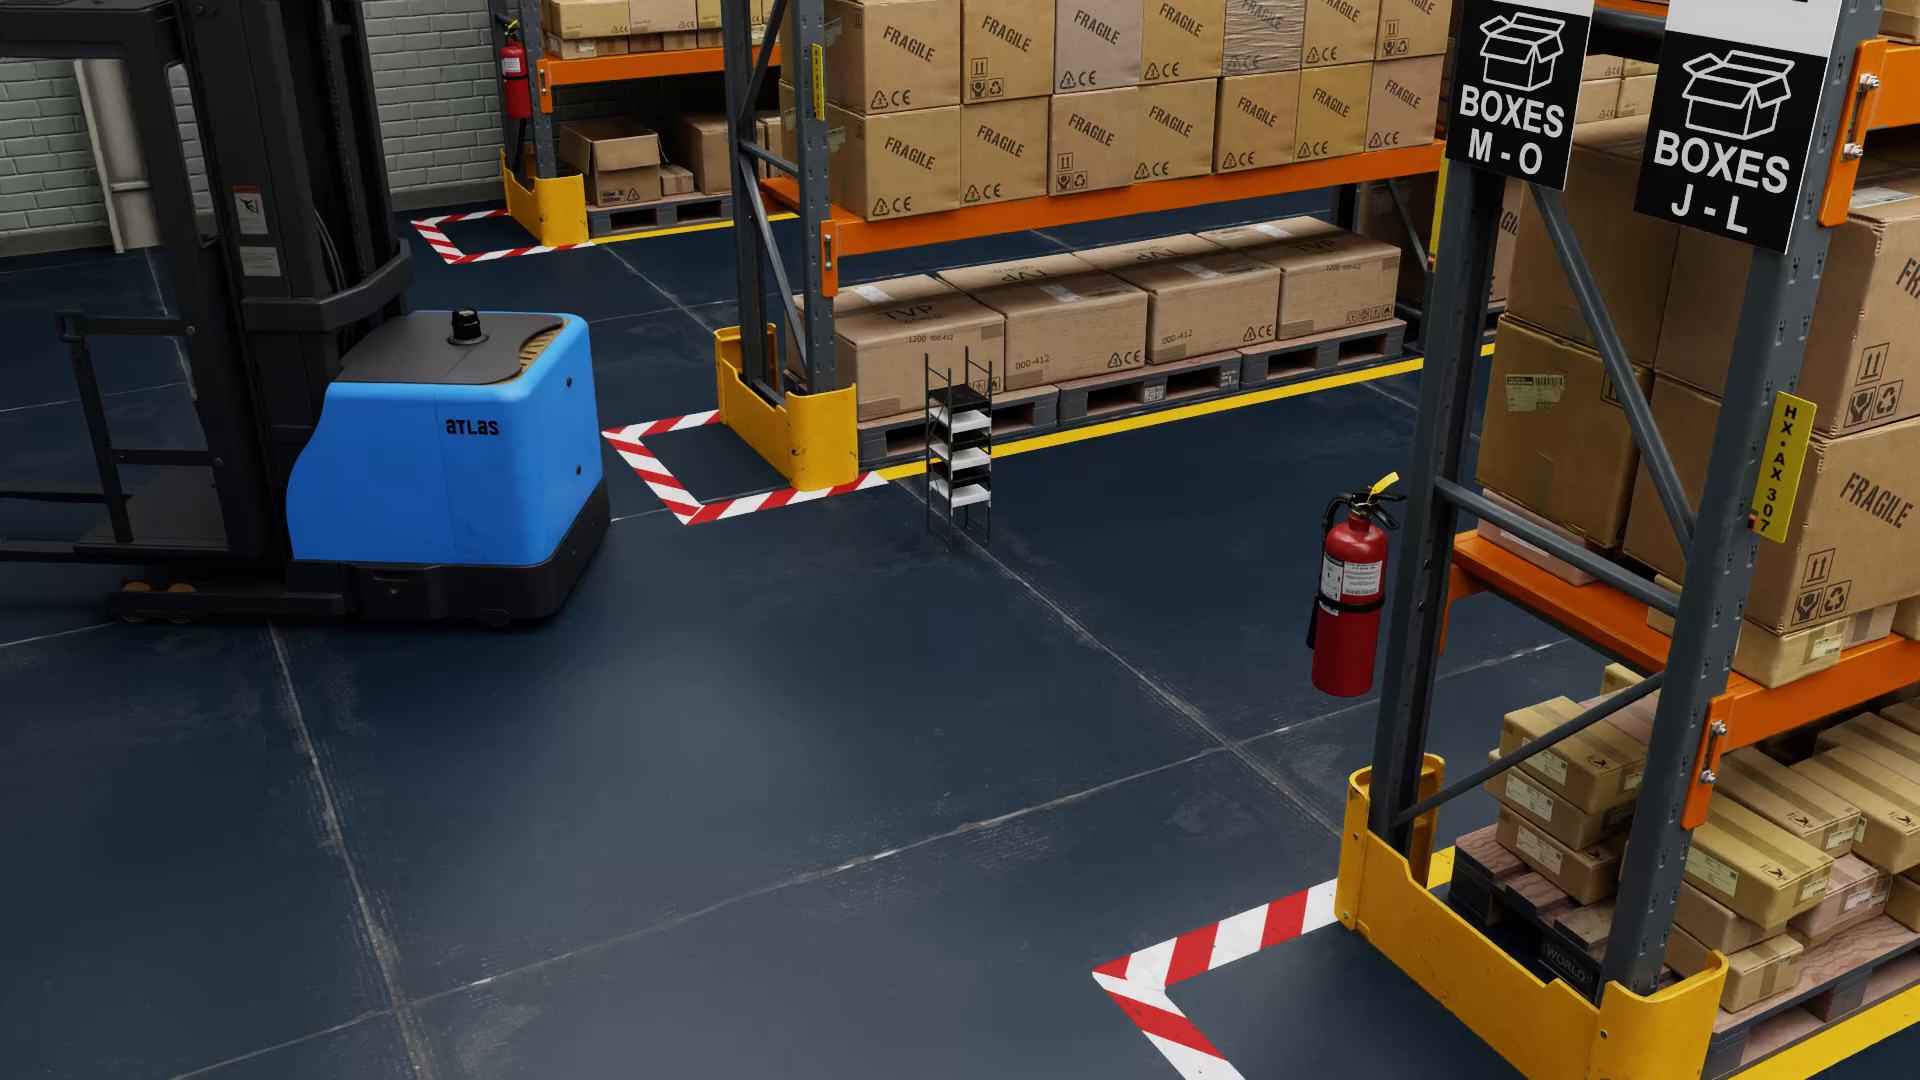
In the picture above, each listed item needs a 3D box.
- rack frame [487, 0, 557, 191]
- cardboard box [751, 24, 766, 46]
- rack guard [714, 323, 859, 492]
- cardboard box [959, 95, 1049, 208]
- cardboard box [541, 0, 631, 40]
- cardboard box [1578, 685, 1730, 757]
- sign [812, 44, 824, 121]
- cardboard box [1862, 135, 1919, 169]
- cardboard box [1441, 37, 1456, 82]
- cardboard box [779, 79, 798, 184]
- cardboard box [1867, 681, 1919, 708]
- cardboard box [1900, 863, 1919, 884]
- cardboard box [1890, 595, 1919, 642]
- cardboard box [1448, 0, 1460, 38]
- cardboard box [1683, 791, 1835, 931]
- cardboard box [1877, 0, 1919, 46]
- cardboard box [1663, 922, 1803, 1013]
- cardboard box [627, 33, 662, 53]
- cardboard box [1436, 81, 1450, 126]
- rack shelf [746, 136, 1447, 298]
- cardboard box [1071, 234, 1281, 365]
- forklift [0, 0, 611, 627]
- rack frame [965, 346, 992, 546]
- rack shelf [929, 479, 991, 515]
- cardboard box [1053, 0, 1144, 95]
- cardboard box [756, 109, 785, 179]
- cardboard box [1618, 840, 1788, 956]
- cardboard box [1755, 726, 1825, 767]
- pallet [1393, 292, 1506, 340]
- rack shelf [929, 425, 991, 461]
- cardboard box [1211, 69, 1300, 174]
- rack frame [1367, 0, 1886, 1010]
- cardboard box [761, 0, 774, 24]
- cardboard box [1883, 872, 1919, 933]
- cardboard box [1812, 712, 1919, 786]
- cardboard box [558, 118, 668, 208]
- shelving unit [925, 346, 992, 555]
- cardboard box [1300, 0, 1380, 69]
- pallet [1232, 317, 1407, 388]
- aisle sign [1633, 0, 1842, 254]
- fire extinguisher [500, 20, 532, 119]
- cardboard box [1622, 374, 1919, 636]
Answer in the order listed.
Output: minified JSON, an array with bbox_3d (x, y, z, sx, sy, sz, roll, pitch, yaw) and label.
[{"bbox_3d":[-3.233,-3.739,12.071,0.127,3.000,1.000,-13,29,-25],"label":"rack frame"},{"bbox_3d":[-1.654,-3.831,12.554,0.250,0.149,0.380,-14,29,-27],"label":"cardboard box"},{"bbox_3d":[-0.915,-0.712,8.655,0.348,0.500,1.175,-13,29,-25],"label":"rack guard"},{"bbox_3d":[0.098,-1.991,8.315,0.500,0.500,0.500,-13,29,-26],"label":"cardboard box"},{"bbox_3d":[-2.706,-3.795,12.017,0.500,0.250,0.500,-13,28,-25],"label":"cardboard box"},{"bbox_3d":[2.121,0.620,5.114,0.250,0.149,0.380,-12,28,-24],"label":"cardboard box"},{"bbox_3d":[-0.638,-2.056,7.476,0.005,0.325,0.100,-13,29,-25],"label":"sign"},{"bbox_3d":[2.488,-0.699,4.126,0.500,0.500,0.500,-12,28,-24],"label":"cardboard box"},{"bbox_3d":[3.156,-2.798,9.708,0.500,0.250,0.500,-14,29,-27],"label":"cardboard box"},{"bbox_3d":[-0.593,-2.088,8.518,0.500,0.500,0.500,-13,28,-25],"label":"cardboard box"},{"bbox_3d":[3.043,0.403,5.566,0.250,0.149,0.380,-14,29,-27],"label":"cardboard box"},{"bbox_3d":[2.827,0.851,4.978,0.250,0.149,0.380,-12,28,-24],"label":"cardboard box"},{"bbox_3d":[2.432,0.097,4.373,0.250,0.149,0.380,-14,29,-27],"label":"cardboard box"},{"bbox_3d":[3.159,-3.134,9.541,0.500,0.500,0.500,-13,28,-25],"label":"cardboard box"},{"bbox_3d":[2.146,0.877,4.579,0.250,0.149,0.380,-14,29,-27],"label":"cardboard box"},{"bbox_3d":[2.041,-1.252,3.600,0.500,0.250,0.500,-12,28,-23],"label":"cardboard box"},{"bbox_3d":[2.137,1.138,4.724,0.250,0.149,0.380,-12,28,-24],"label":"cardboard box"},{"bbox_3d":[-2.396,-3.724,12.331,0.250,0.149,0.380,-13,29,-26],"label":"cardboard box"},{"bbox_3d":[3.148,-2.580,9.830,0.500,0.250,0.500,-14,29,-26],"label":"cardboard box"},{"bbox_3d":[0.871,-1.927,9.129,4.000,0.370,1.077,-13,29,-25],"label":"rack shelf"},{"bbox_3d":[1.241,-1.423,9.724,0.875,0.438,0.875,-14,29,-27],"label":"cardboard box"},{"bbox_3d":[-3.167,-1.195,6.852,3.031,2.935,1.130,2,26,3],"label":"forklift"},{"bbox_3d":[0.083,-0.425,7.595,0.006,0.900,0.240,-13,29,-25],"label":"rack frame"},{"bbox_3d":[-0.007,-0.212,7.644,0.200,0.077,0.258,-13,29,-25],"label":"rack shelf"},{"bbox_3d":[0.567,-2.544,8.313,0.500,0.500,0.500,-13,29,-25],"label":"cardboard box"},{"bbox_3d":[-1.363,-3.118,13.182,0.500,0.500,0.500,-12,28,-24],"label":"cardboard box"},{"bbox_3d":[2.107,0.979,4.710,0.250,0.149,0.380,-12,28,-23],"label":"cardboard box"},{"bbox_3d":[2.599,0.650,5.396,0.250,0.149,0.380,-13,29,-26],"label":"cardboard box"},{"bbox_3d":[3.281,-1.587,10.812,1.213,0.211,1.003,-13,29,-25],"label":"pallet"},{"bbox_3d":[-0.007,-0.455,7.527,0.200,0.077,0.258,-13,29,-25],"label":"rack shelf"},{"bbox_3d":[1.458,-2.296,8.952,0.500,0.500,0.500,-13,29,-26],"label":"cardboard box"},{"bbox_3d":[1.524,0.026,4.230,0.127,3.000,1.000,-13,29,-25],"label":"rack frame"},{"bbox_3d":[-1.374,-4.114,12.683,0.500,0.250,0.500,-14,29,-26],"label":"cardboard box"},{"bbox_3d":[2.823,0.990,5.032,0.250,0.149,0.380,-13,28,-24],"label":"cardboard box"},{"bbox_3d":[2.796,0.690,4.968,0.250,0.149,0.380,-15,29,-28],"label":"cardboard box"},{"bbox_3d":[-2.649,-2.891,12.705,0.637,0.503,0.797,-14,29,-27],"label":"cardboard box"},{"bbox_3d":[-0.007,-0.404,7.552,0.210,0.900,0.258,-13,29,-25],"label":"shelving unit"},{"bbox_3d":[1.897,-2.852,8.955,0.500,0.500,0.500,-13,29,-26],"label":"cardboard box"},{"bbox_3d":[1.927,-1.276,10.164,1.213,0.211,1.003,-13,29,-25],"label":"pallet"},{"bbox_3d":[1.601,-1.016,3.398,0.004,0.787,0.394,-13,29,-25],"label":"aisle sign"},{"bbox_3d":[-3.145,-3.329,11.739,0.183,0.674,0.296,-13,29,-25],"label":"fire extinguisher"},{"bbox_3d":[2.050,-0.139,4.115,0.500,0.500,0.500,-12,28,-23],"label":"cardboard box"}]
